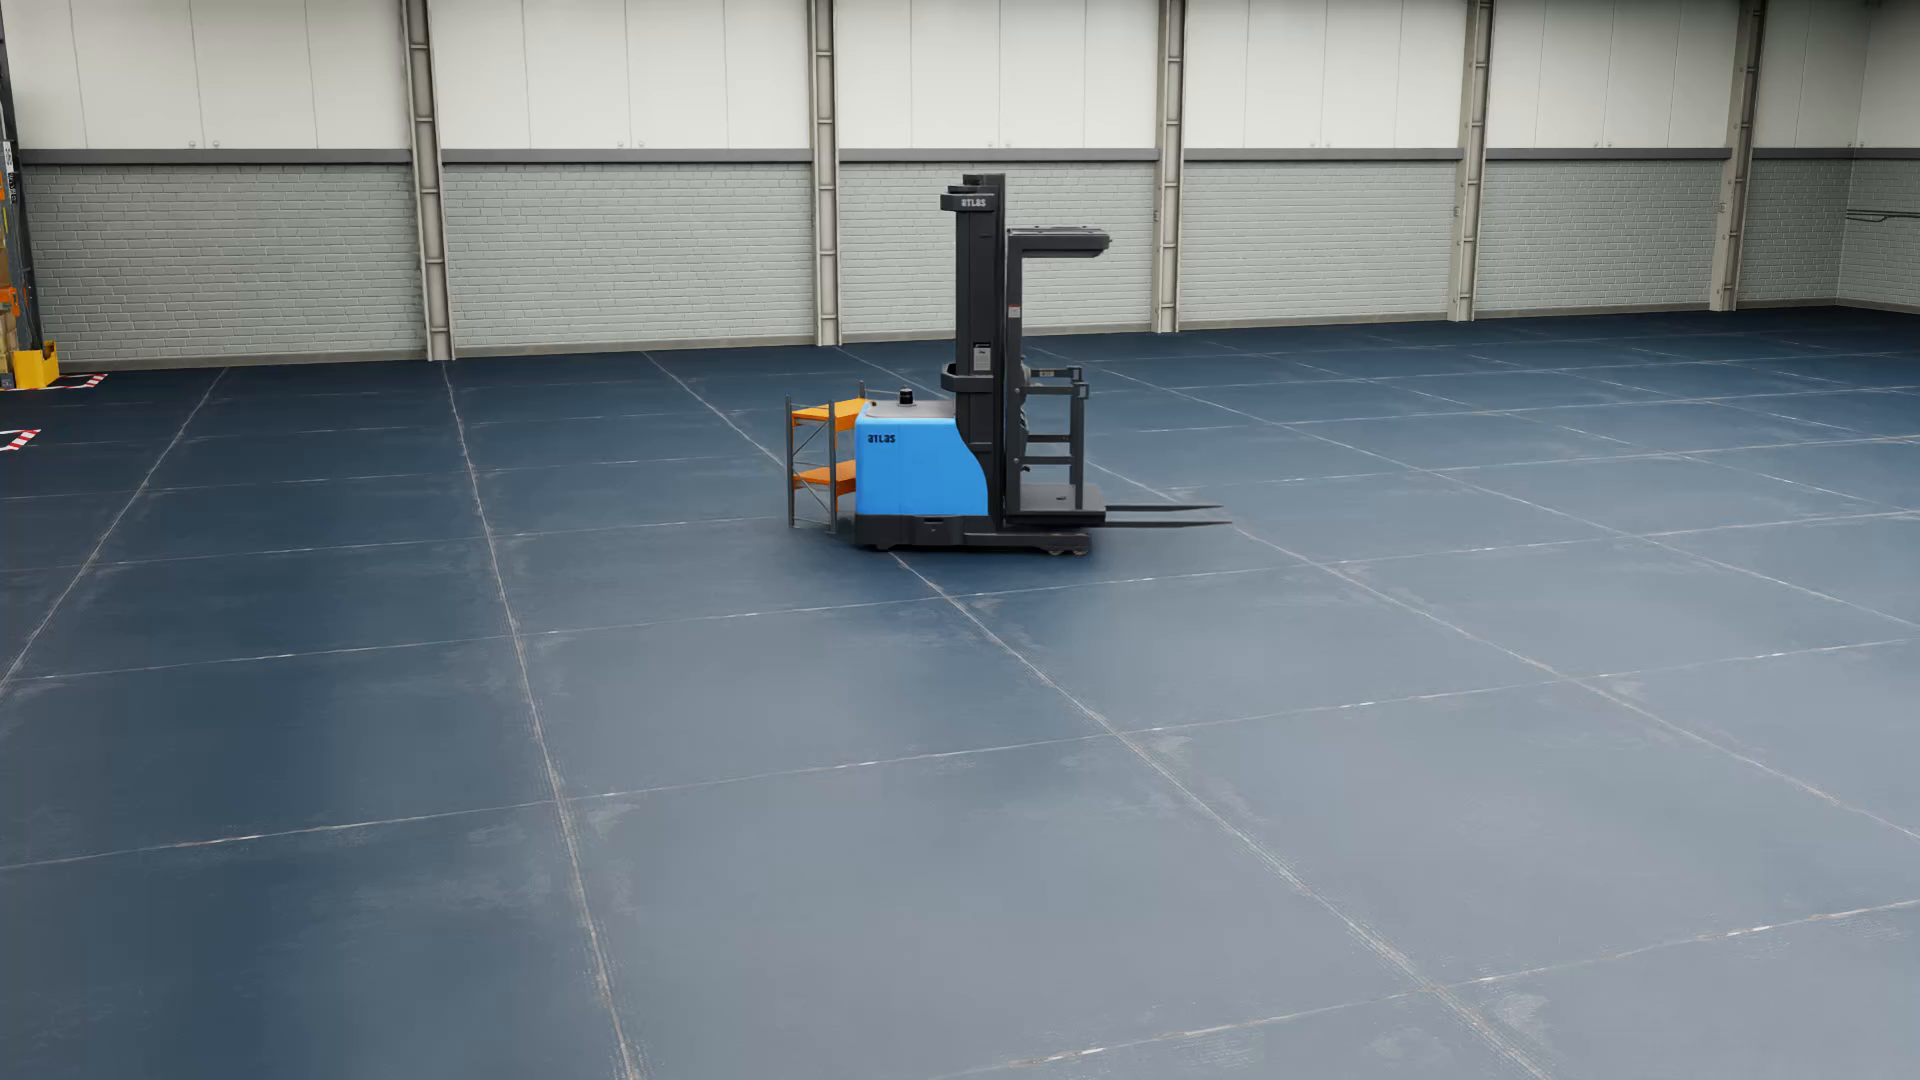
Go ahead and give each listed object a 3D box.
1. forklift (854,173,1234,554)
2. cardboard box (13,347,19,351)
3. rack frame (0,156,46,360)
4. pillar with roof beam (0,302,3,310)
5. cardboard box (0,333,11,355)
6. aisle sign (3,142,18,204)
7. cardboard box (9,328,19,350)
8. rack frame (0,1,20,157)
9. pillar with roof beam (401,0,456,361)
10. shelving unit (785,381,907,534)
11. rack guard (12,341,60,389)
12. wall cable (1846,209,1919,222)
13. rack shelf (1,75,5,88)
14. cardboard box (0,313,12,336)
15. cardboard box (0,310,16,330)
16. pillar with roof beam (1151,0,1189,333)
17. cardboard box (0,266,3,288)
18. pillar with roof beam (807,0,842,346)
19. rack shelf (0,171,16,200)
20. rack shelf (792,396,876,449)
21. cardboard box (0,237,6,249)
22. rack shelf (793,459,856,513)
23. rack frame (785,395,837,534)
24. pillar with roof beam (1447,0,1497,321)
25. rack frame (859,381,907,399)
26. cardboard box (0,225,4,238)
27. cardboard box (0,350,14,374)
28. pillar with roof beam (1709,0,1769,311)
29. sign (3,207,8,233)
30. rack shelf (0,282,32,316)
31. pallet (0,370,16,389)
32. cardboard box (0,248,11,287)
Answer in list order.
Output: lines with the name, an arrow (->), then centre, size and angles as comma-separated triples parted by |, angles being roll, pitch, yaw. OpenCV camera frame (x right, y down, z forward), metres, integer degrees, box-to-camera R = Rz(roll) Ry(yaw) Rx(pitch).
forklift -> 0.681, -1.436, 13.346 | 3.031, 2.935, 1.130 | 0, 13, 1
cardboard box -> -13.097, -2.471, 22.585 | 0.500, 0.250, 0.500 | -4, 14, -18
rack frame -> -12.569, -3.598, 22.288 | 0.127, 3.000, 1.000 | -4, 14, -18
pillar with roof beam -> -12.143, -5.719, 18.239 | 0.400, 9.000, 9.100 | -4, 14, -18
cardboard box -> -12.930, -2.603, 22.060 | 0.500, 0.250, 0.500 | -5, 14, -19
aisle sign -> -12.413, -4.803, 21.736 | 0.004, 0.787, 0.394 | -4, 14, -18
cardboard box -> -13.081, -2.719, 22.545 | 0.500, 0.250, 0.500 | -4, 14, -17
rack frame -> -12.569, -6.517, 21.593 | 0.127, 3.000, 1.000 | -4, 14, -18
pillar with roof beam -> -6.457, -6.162, 20.101 | 0.400, 9.000, 9.100 | -4, 14, -18
shelving unit -> -0.957, -0.727, 14.269 | 0.538, 1.125, 1.048 | 9, 16, 33
rack guard -> -12.546, -2.384, 22.584 | 0.348, 0.500, 1.175 | -4, 14, -18
wall cable -> 18.131, -7.294, 31.571 | 0.112, 2.526, 3.097 | -4, 14, -18
rack shelf -> -14.464, -5.825, 21.102 | 4.000, 0.370, 1.077 | -4, 14, -18
cardboard box -> -12.906, -2.849, 22.011 | 0.500, 0.250, 0.500 | -4, 14, -16
cardboard box -> -13.085, -2.957, 22.467 | 0.500, 0.250, 0.500 | -5, 14, -19
pillar with roof beam -> 4.917, -7.047, 23.824 | 0.400, 9.000, 9.100 | -4, 14, -18
cardboard box -> -12.952, -3.553, 21.881 | 0.500, 0.500, 0.500 | -5, 14, -19
pillar with roof beam -> -0.770, -6.604, 21.962 | 0.400, 9.000, 9.100 | -4, 14, -18
rack shelf -> -14.464, -4.560, 21.403 | 4.000, 0.370, 1.077 | -4, 14, -18
rack shelf -> -0.957, -1.012, 14.201 | 0.538, 0.278, 1.000 | 9, 16, 33
cardboard box -> -12.973, -3.994, 22.335 | 0.250, 0.149, 0.380 | -5, 14, -20
rack shelf -> -0.957, -0.489, 14.325 | 0.538, 0.278, 1.000 | 9, 16, 33
rack frame -> -1.240, -0.629, 13.858 | 0.500, 1.125, 0.032 | 9, 16, 33
pillar with roof beam -> 10.603, -7.490, 25.686 | 0.400, 9.000, 9.100 | -4, 14, -18
rack frame -> -0.674, -0.825, 14.679 | 0.500, 1.125, 0.032 | 9, 16, 33
cardboard box -> -12.955, -4.129, 22.259 | 0.250, 0.149, 0.380 | -5, 14, -19
cardboard box -> -12.913, -2.361, 22.120 | 0.500, 0.250, 0.500 | -4, 14, -18
pillar with roof beam -> 16.290, -7.933, 27.547 | 0.400, 9.000, 9.100 | -4, 14, -18
sign -> -12.409, -4.157, 21.622 | 0.005, 0.325, 0.100 | -4, 14, -18
rack shelf -> -14.464, -3.101, 21.750 | 4.000, 0.370, 1.077 | -4, 14, -18
pallet -> -13.280, -2.176, 22.334 | 1.213, 0.211, 1.003 | -4, 14, -18
cardboard box -> -13.127, -3.671, 22.378 | 0.500, 0.500, 0.500 | -4, 14, -16
